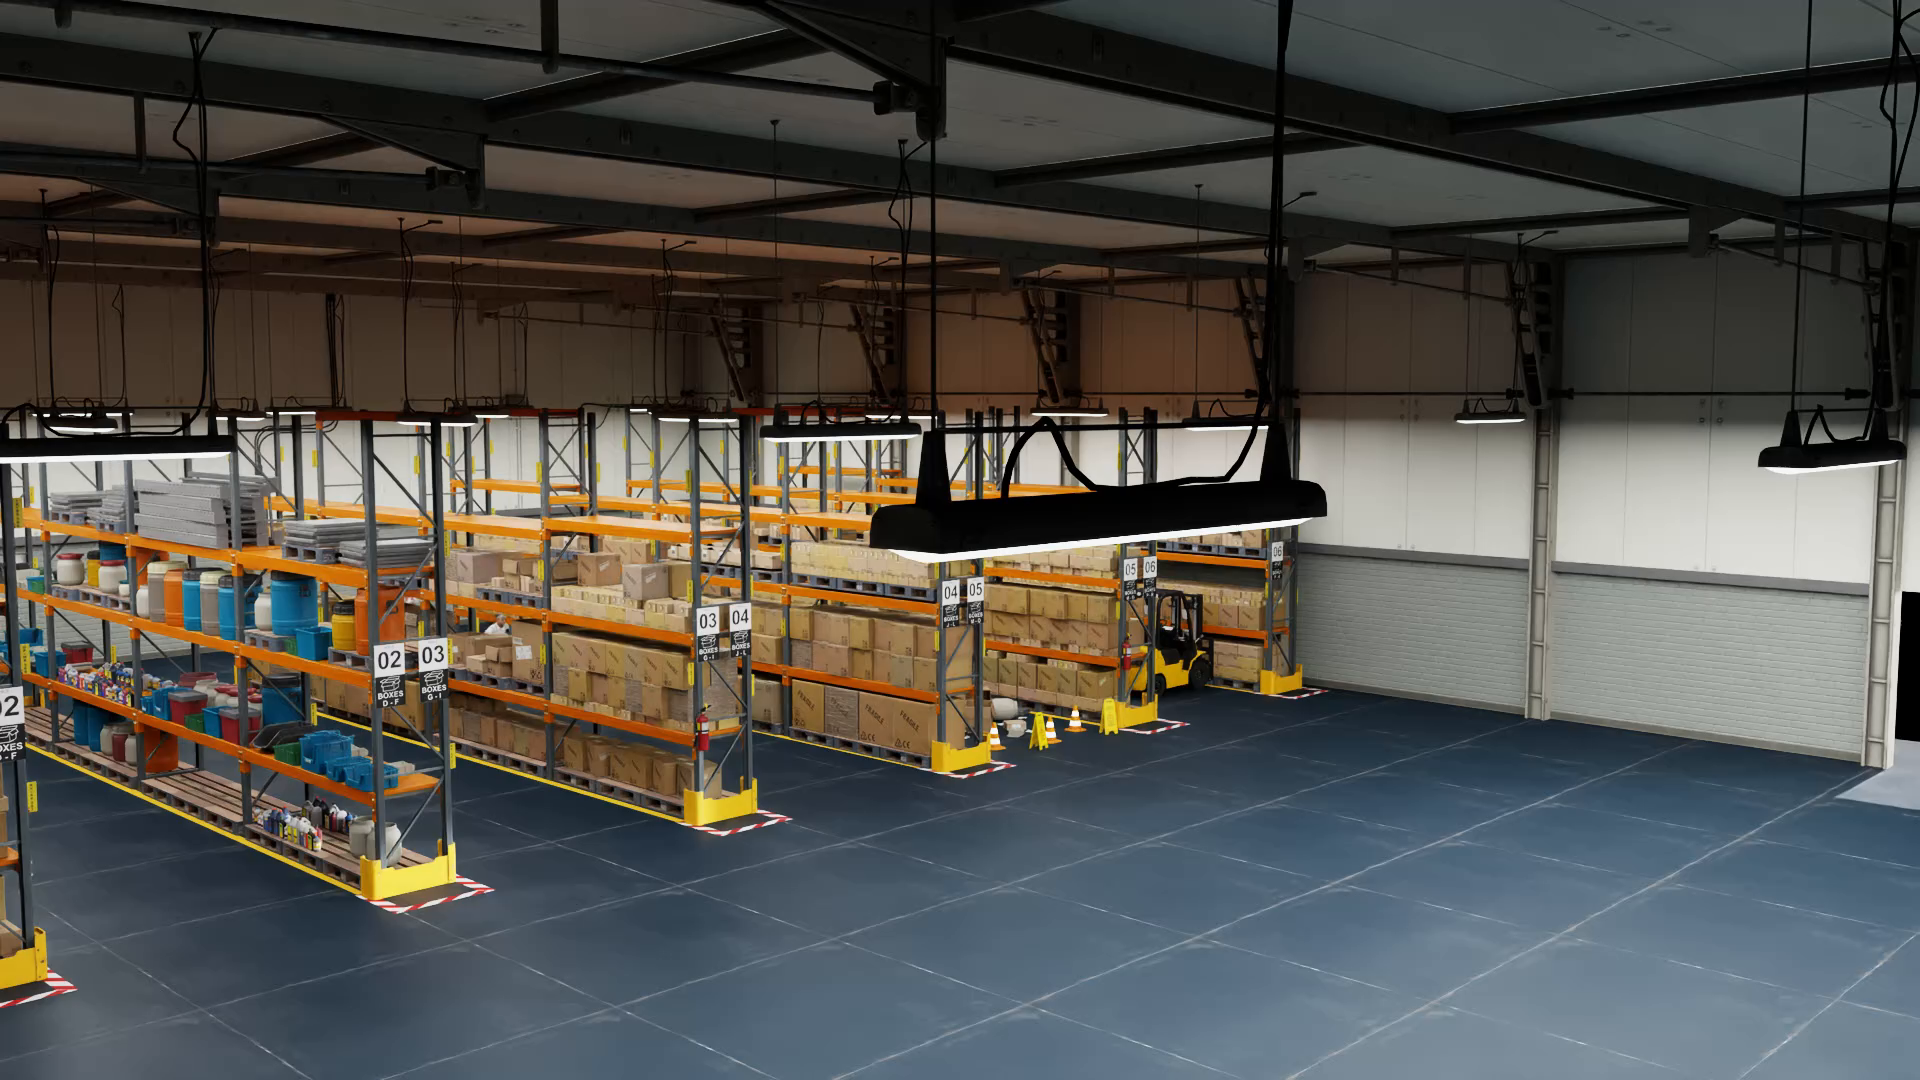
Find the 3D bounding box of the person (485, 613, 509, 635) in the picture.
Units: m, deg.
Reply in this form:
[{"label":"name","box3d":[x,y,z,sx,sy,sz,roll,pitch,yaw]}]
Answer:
[{"label":"person","box3d":[-9.877,2.355,35.501,0.643,1.681,0.737,-4,6,-35]}]

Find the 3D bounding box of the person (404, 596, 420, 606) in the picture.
[{"label":"person","box3d":[-13.229,1.940,39.981,0.607,1.719,0.893,2,6,24]}]
